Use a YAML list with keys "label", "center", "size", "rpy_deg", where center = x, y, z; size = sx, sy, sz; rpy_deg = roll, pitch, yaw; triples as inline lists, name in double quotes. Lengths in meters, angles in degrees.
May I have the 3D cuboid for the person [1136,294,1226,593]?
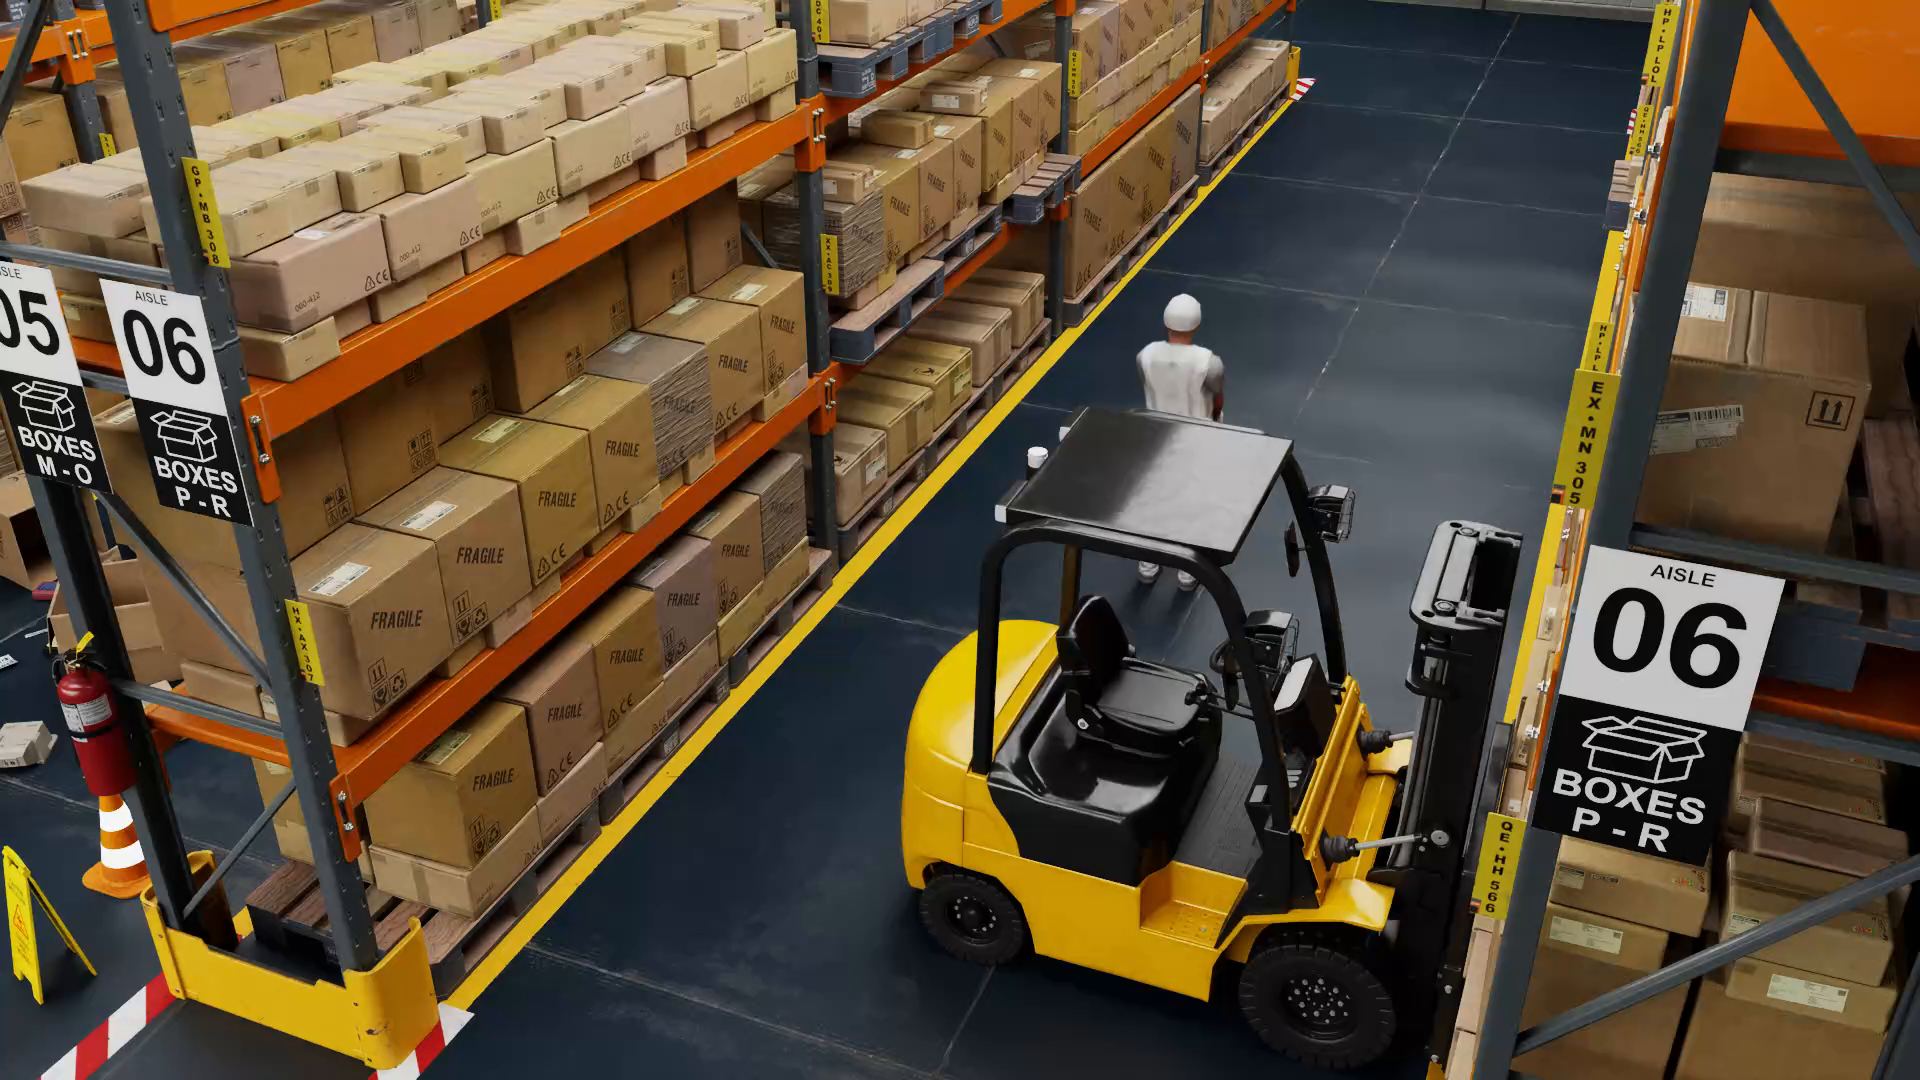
- label: "person"
  center: [1.256, -0.595, 9.436]
  size: [0.495, 1.786, 0.558]
  rpy_deg: [11, 31, 19]
